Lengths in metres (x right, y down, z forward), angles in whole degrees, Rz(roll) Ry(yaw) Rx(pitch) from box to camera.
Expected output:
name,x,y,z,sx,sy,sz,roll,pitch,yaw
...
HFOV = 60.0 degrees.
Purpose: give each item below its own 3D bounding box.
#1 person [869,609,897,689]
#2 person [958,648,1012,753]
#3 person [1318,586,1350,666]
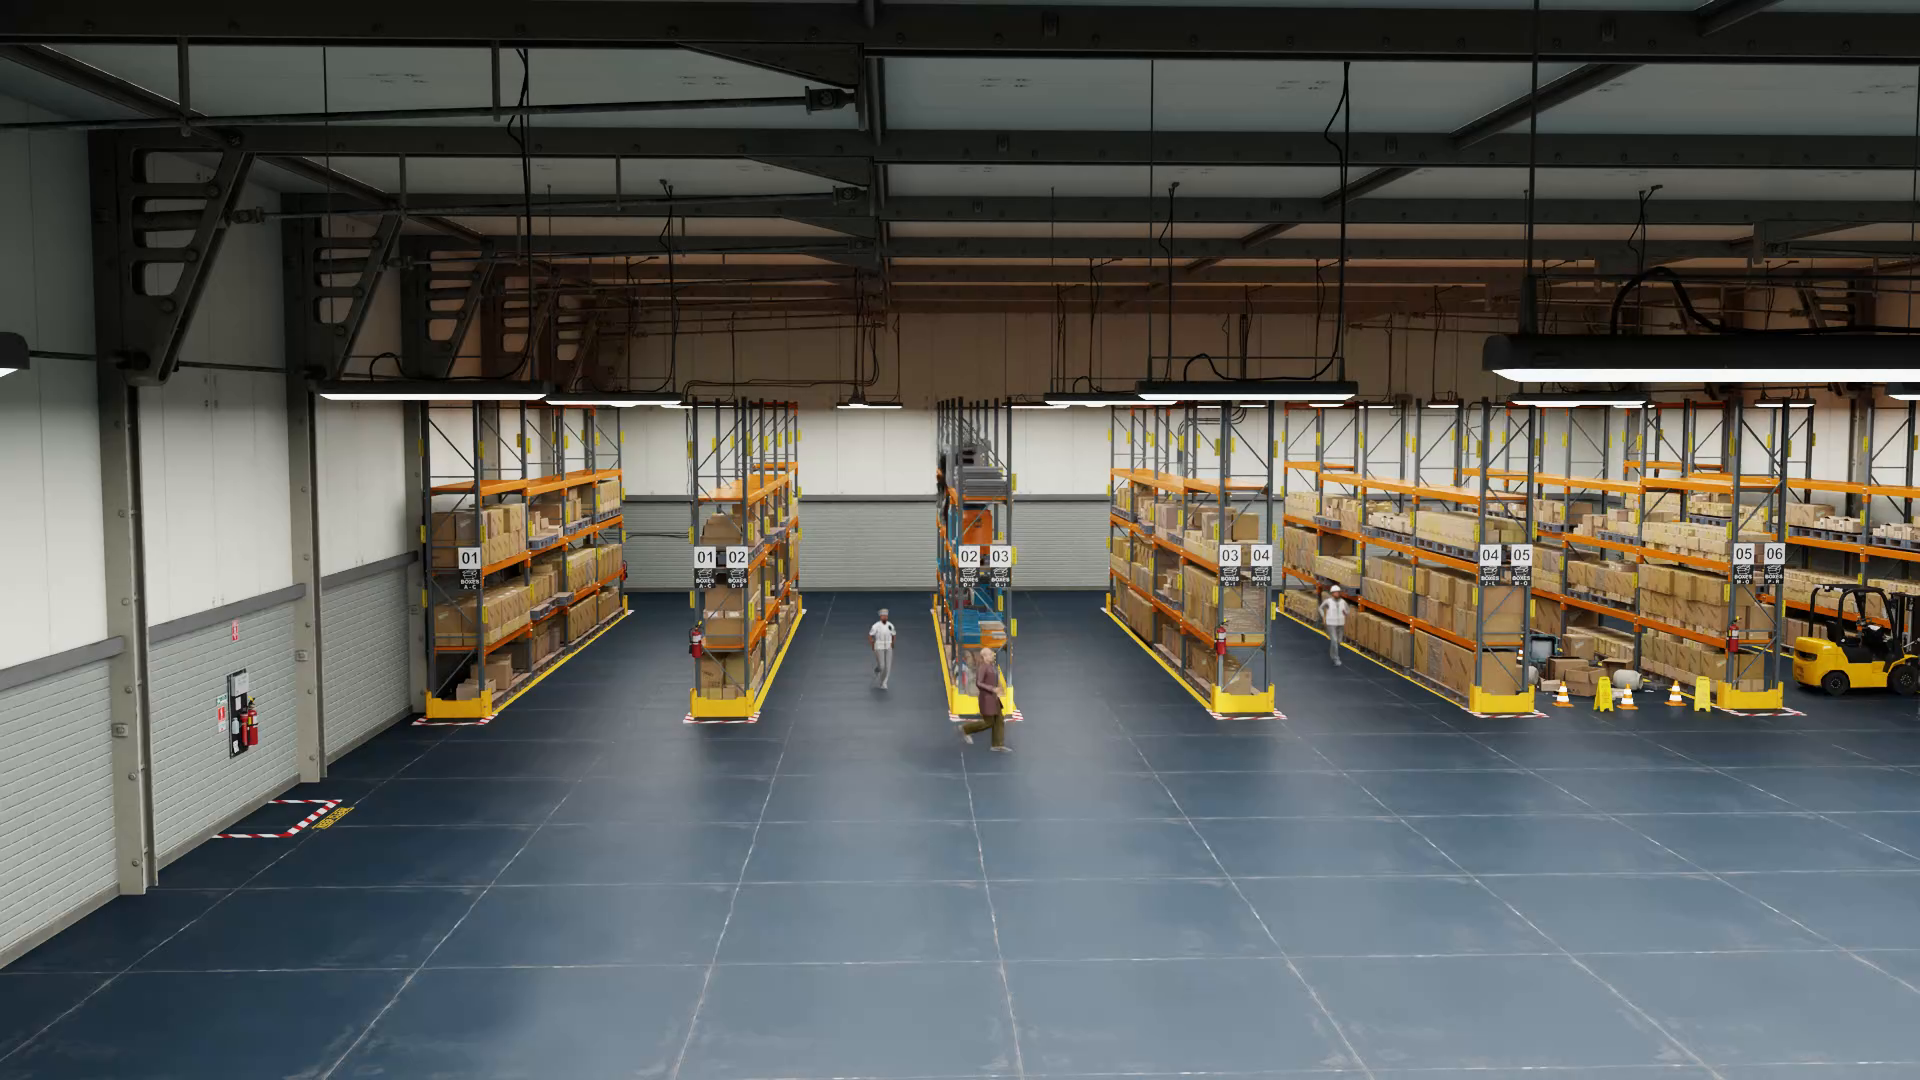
name,x,y,z,sx,sy,sz,roll,pitch,yaw
person,-1.569,2.240,34.245,0.574,1.644,0.564,-1,5,-16
person,0.438,2.690,27.977,0.923,1.764,0.711,1,5,18
person,8.496,1.909,37.629,0.656,1.758,0.969,-1,4,-10
